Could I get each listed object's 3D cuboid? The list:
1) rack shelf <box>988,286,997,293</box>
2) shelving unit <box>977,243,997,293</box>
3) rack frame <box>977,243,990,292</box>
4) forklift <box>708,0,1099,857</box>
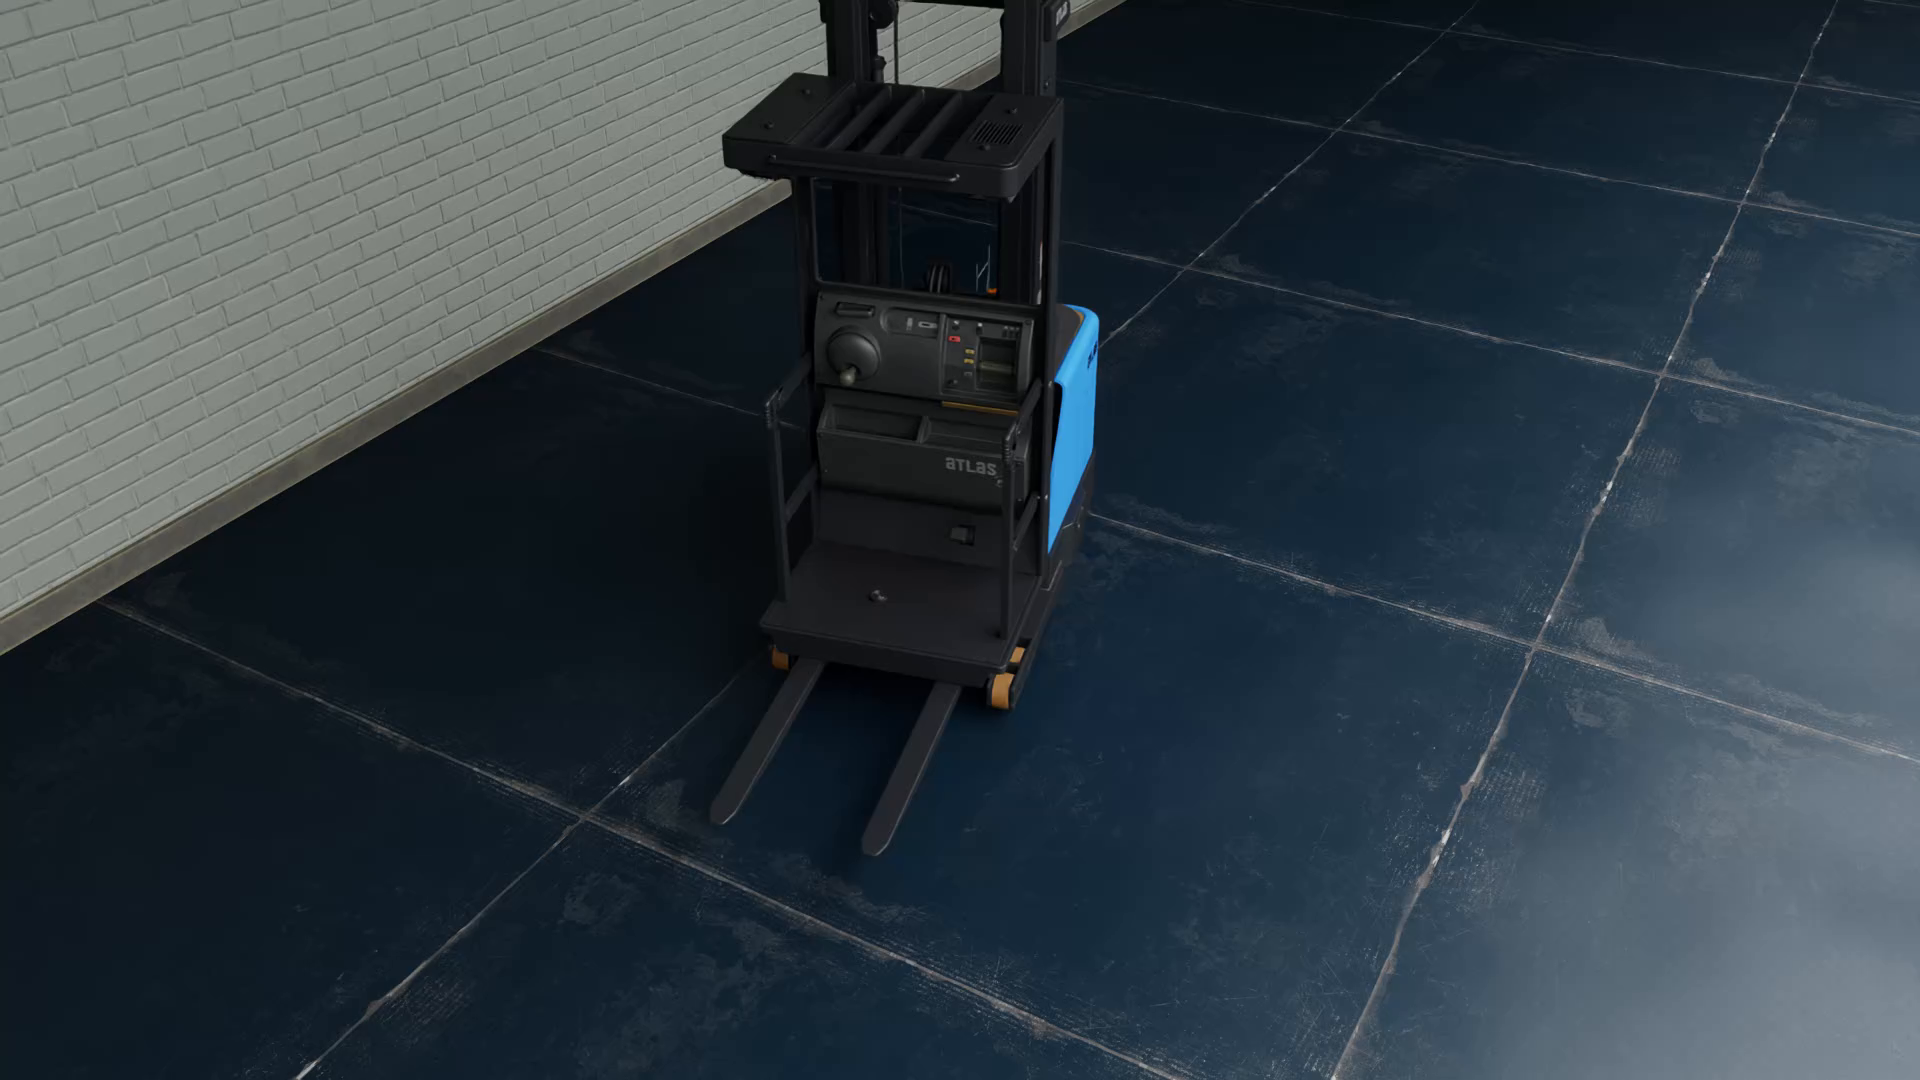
[{"bbox_3d":[0.205,-1.167,8.350,0.180,0.103,0.258,9,35,13],"label":"rack shelf"},{"bbox_3d":[0.205,-0.904,8.525,0.189,1.200,0.258,9,35,13],"label":"shelving unit"},{"bbox_3d":[0.117,-0.918,8.546,0.006,1.200,0.240,9,35,13],"label":"rack frame"},{"bbox_3d":[-0.212,-0.732,6.704,1.130,2.935,3.031,9,35,13],"label":"forklift"}]
